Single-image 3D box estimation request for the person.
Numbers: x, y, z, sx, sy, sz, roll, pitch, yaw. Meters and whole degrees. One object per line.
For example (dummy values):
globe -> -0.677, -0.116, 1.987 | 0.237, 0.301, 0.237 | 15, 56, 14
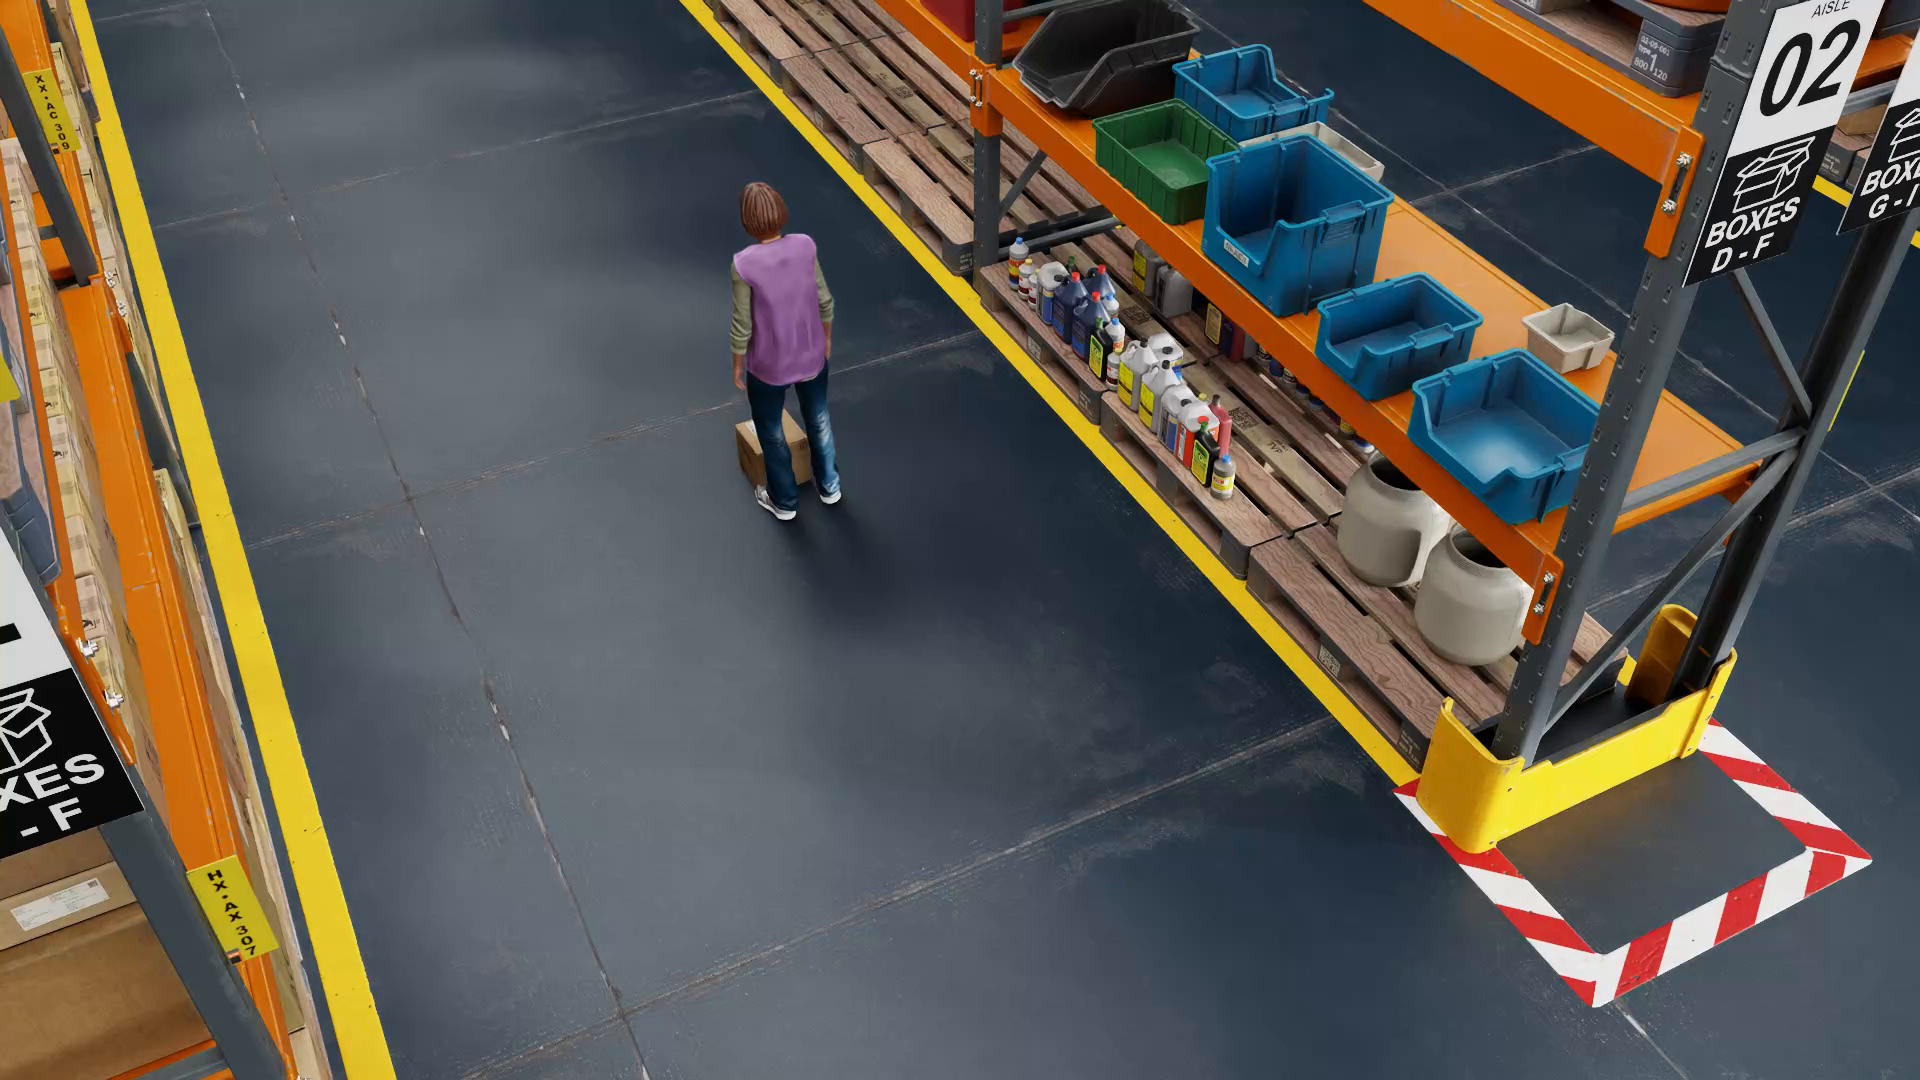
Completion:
person -> -0.741, -0.766, 7.023 | 0.468, 1.593, 0.350 | -20, 45, -21
